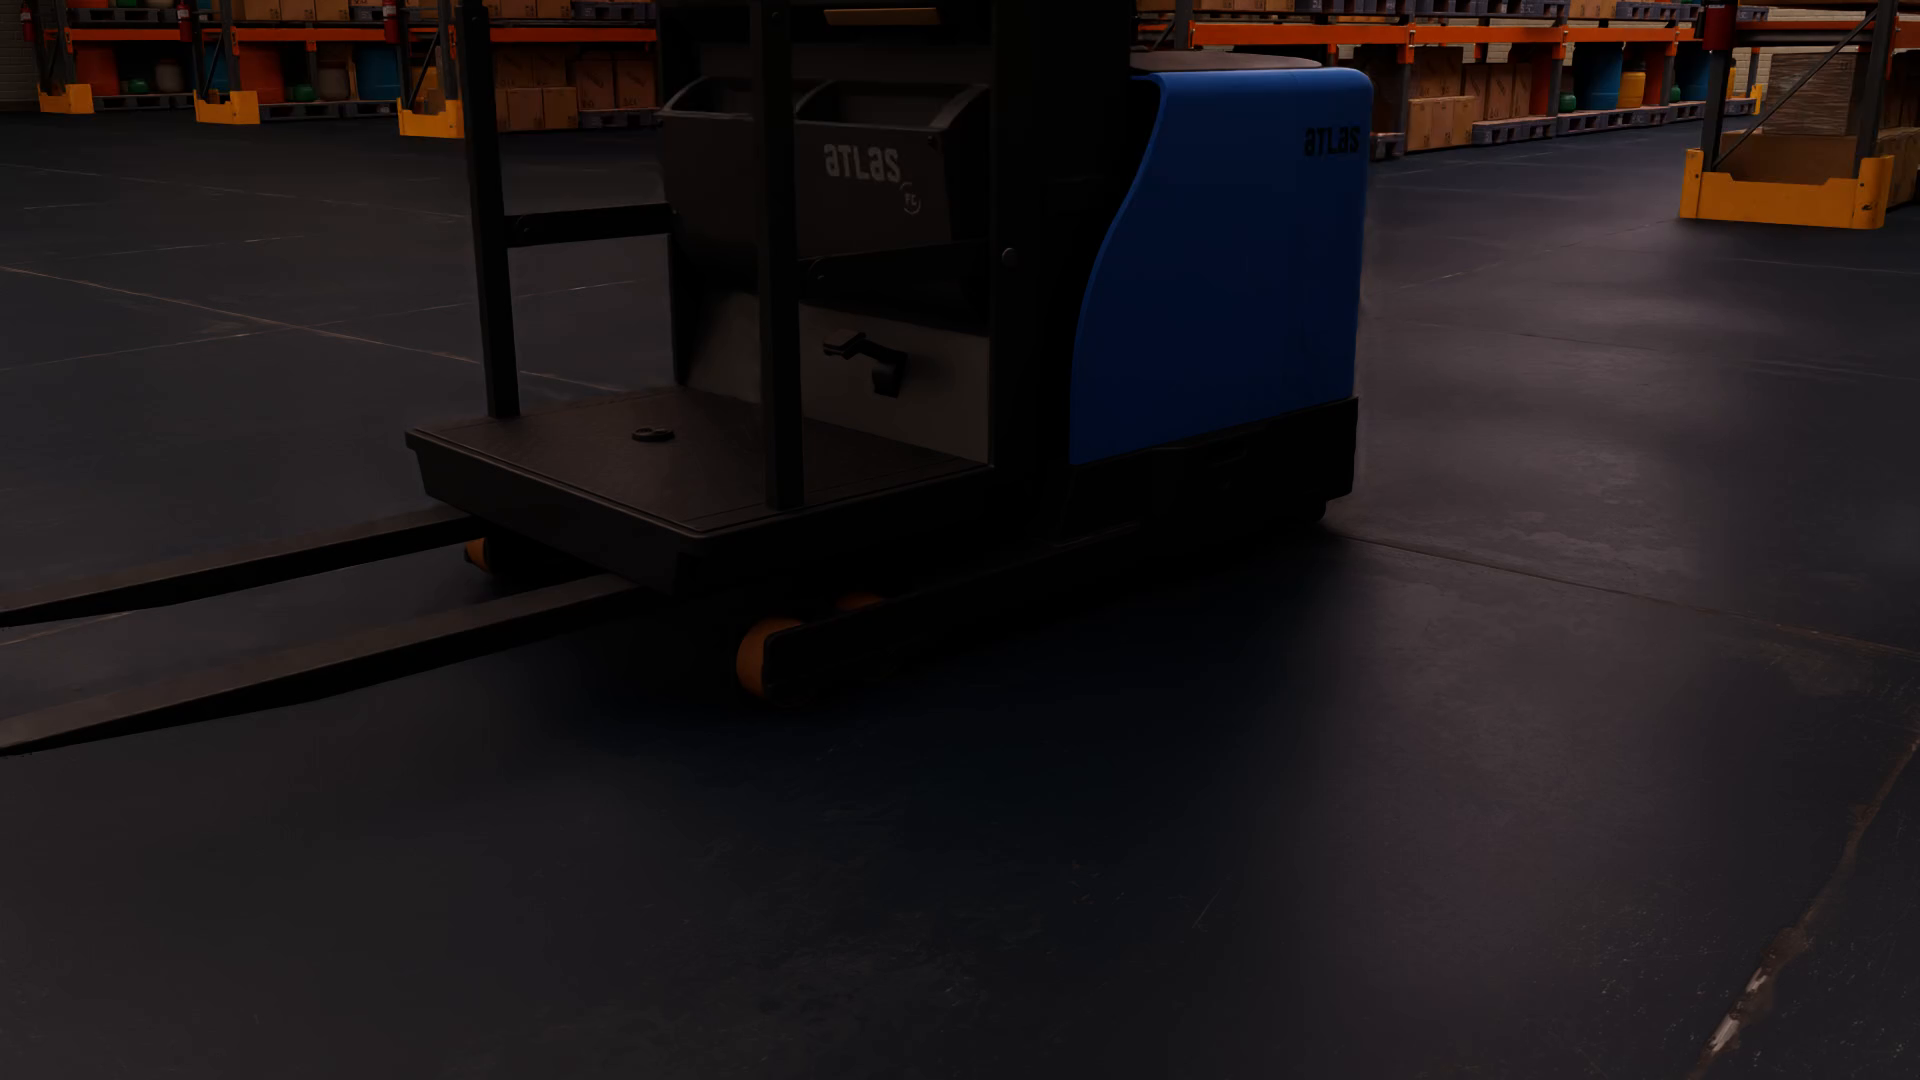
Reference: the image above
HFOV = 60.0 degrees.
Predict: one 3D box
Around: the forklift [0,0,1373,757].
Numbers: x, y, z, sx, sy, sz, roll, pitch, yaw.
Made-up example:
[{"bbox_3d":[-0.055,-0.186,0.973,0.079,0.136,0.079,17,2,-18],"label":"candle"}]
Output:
[{"bbox_3d":[-0.450,-1.272,3.086,3.031,2.935,1.130,-15,23,-41],"label":"forklift"}]
